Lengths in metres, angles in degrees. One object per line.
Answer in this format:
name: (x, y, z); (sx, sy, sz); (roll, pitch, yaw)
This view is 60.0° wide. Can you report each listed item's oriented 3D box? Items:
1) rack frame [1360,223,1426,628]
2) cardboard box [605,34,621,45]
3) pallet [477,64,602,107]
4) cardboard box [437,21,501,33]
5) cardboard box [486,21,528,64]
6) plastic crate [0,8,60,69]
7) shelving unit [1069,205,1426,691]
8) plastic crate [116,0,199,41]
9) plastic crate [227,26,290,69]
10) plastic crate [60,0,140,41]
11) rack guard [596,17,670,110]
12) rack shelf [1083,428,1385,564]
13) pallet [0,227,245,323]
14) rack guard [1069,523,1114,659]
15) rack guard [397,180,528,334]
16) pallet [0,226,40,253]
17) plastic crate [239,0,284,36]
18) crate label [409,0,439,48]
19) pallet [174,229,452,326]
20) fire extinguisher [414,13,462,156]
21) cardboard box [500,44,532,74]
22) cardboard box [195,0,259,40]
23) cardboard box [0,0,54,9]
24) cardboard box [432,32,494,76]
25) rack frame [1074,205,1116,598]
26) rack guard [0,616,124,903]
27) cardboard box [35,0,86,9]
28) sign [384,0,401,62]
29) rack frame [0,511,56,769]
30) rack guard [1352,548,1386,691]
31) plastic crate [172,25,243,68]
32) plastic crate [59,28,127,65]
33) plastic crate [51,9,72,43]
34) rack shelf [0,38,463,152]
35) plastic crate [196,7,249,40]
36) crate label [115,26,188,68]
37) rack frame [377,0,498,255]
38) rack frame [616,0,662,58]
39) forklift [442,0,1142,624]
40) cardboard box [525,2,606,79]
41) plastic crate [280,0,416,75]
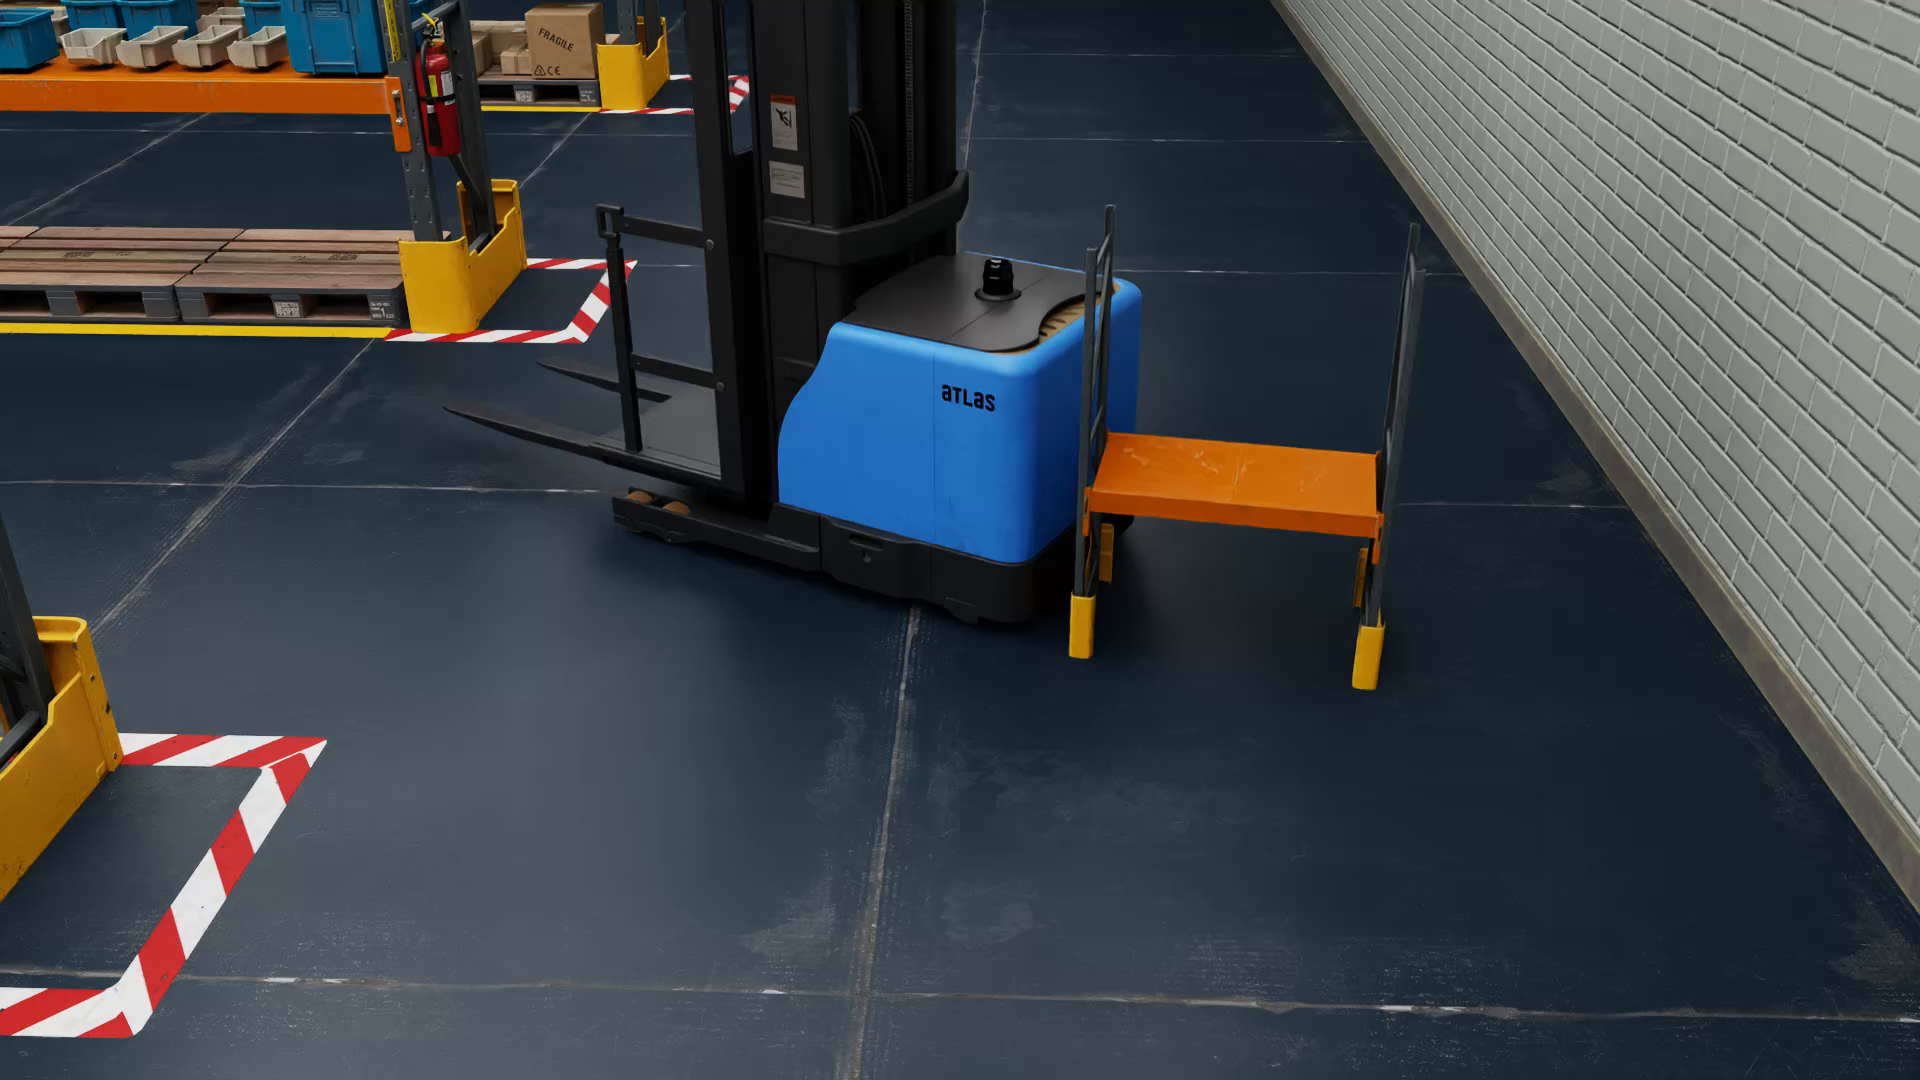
rack frame: (1.464, -0.276, 5.670); (0.032, 1.500, 0.500); (6, 28, 10)
cardboard box: (-2.987, -4.108, 13.871); (0.250, 0.149, 0.380); (1, 28, 2)
pallet: (-3.454, -3.787, 13.669); (1.213, 0.211, 1.003); (1, 28, 2)
cardboard box: (-4.114, -4.143, 13.829); (0.500, 0.250, 0.500); (1, 28, 2)
cardboard box: (-3.614, -4.135, 13.814); (0.500, 0.250, 0.500); (1, 28, 2)
plastic crate: (-4.821, -2.553, 8.479); (0.300, 0.233, 0.416); (1, 28, 2)
shelving unit: (0.976, -0.324, 5.761); (1.083, 1.500, 0.587); (6, 28, 10)
plastic crate: (-4.310, -2.820, 8.981); (0.300, 0.233, 0.416); (1, 28, 2)
plastic crate: (-3.581, -2.526, 8.529); (0.243, 0.136, 0.396); (1, 28, 2)
plastic crate: (-4.610, -2.824, 8.990); (0.300, 0.233, 0.416); (1, 28, 2)
rack guard: (-2.657, -3.902, 13.578); (0.348, 0.500, 1.175); (1, 28, 2)
rack shelf: (0.967, -0.166, 5.847); (1.000, 0.185, 0.538); (6, 28, 10)
pallet: (-4.798, -1.508, 9.370); (1.213, 0.211, 1.003); (1, 28, 2)
rack guard: (0.488, 0.180, 6.144); (0.087, 0.250, 0.587); (6, 28, 10)
rack guard: (-2.735, -1.588, 9.212); (0.348, 0.500, 1.175); (1, 28, 2)
pallet: (-6.021, -1.527, 9.405); (1.213, 0.211, 1.003); (1, 28, 2)
plastic crate: (-3.652, -2.809, 8.960); (0.300, 0.233, 0.416); (1, 28, 2)
crate label: (-2.994, -2.798, 8.940); (0.303, 0.233, 0.416); (1, 28, 2)
pallet: (-3.582, -1.487, 9.329); (1.213, 0.211, 1.003); (1, 28, 2)
fire extinguisher: (-2.625, -2.273, 8.316); (0.183, 0.674, 0.296); (1, 28, 2)
cardboard box: (-3.534, -3.891, 13.442); (0.250, 0.166, 0.380); (1, 28, 2)
cardboard box: (-5.999, -4.285, 13.830); (0.500, 0.500, 0.500); (1, 28, 2)
cardboard box: (-7.575, -4.048, 13.382); (0.500, 0.500, 0.500); (1, 28, 2)
cardboard box: (-4.081, -3.908, 13.386); (0.500, 0.250, 0.500); (1, 28, 2)
rack frame: (0.469, -0.374, 5.855); (0.032, 1.500, 0.500); (6, 28, 10)
rack guard: (-2.910, 0.736, 4.828); (0.348, 0.500, 1.175); (1, 28, 2)
cardboard box: (-7.082, -4.036, 13.359); (0.500, 0.500, 0.500); (1, 28, 2)
sign: (-2.763, -2.501, 8.092); (0.005, 0.325, 0.100); (1, 28, 2)
rack frame: (-2.934, -0.369, 4.243); (0.127, 3.000, 1.000); (1, 28, 2)
rack guard: (1.463, 0.276, 5.963); (0.087, 0.250, 0.587); (6, 28, 10)
plastic crate: (-3.870, -2.537, 8.551); (0.243, 0.136, 0.396); (1, 28, 2)
plastic crate: (-4.446, -2.527, 8.531); (0.250, 0.136, 0.298); (1, 28, 2)
plastic crate: (-5.006, -2.775, 9.000); (0.466, 0.136, 0.293); (1, 28, 2)
rack shelf: (-4.758, -2.402, 8.847); (4.000, 0.370, 1.077); (1, 28, 2)
plastic crate: (-3.990, -2.810, 9.067); (0.298, 0.136, 0.250); (1, 28, 2)
crate label: (-4.149, -2.530, 8.538); (0.243, 0.136, 0.396); (1, 28, 2)
rack frame: (-2.759, -2.687, 8.616); (0.127, 3.000, 1.000); (1, 28, 2)
rack frame: (-2.581, -5.006, 12.990); (0.127, 3.000, 1.000); (1, 28, 2)
forklift: (-0.829, -1.477, 6.408); (3.031, 2.935, 1.130); (15, 31, 26)
cardboard box: (-3.133, -3.989, 13.272); (0.500, 0.500, 0.500); (1, 28, 2)
plastic crate: (-3.101, -2.647, 8.439); (0.499, 0.435, 0.616); (1, 28, 2)
